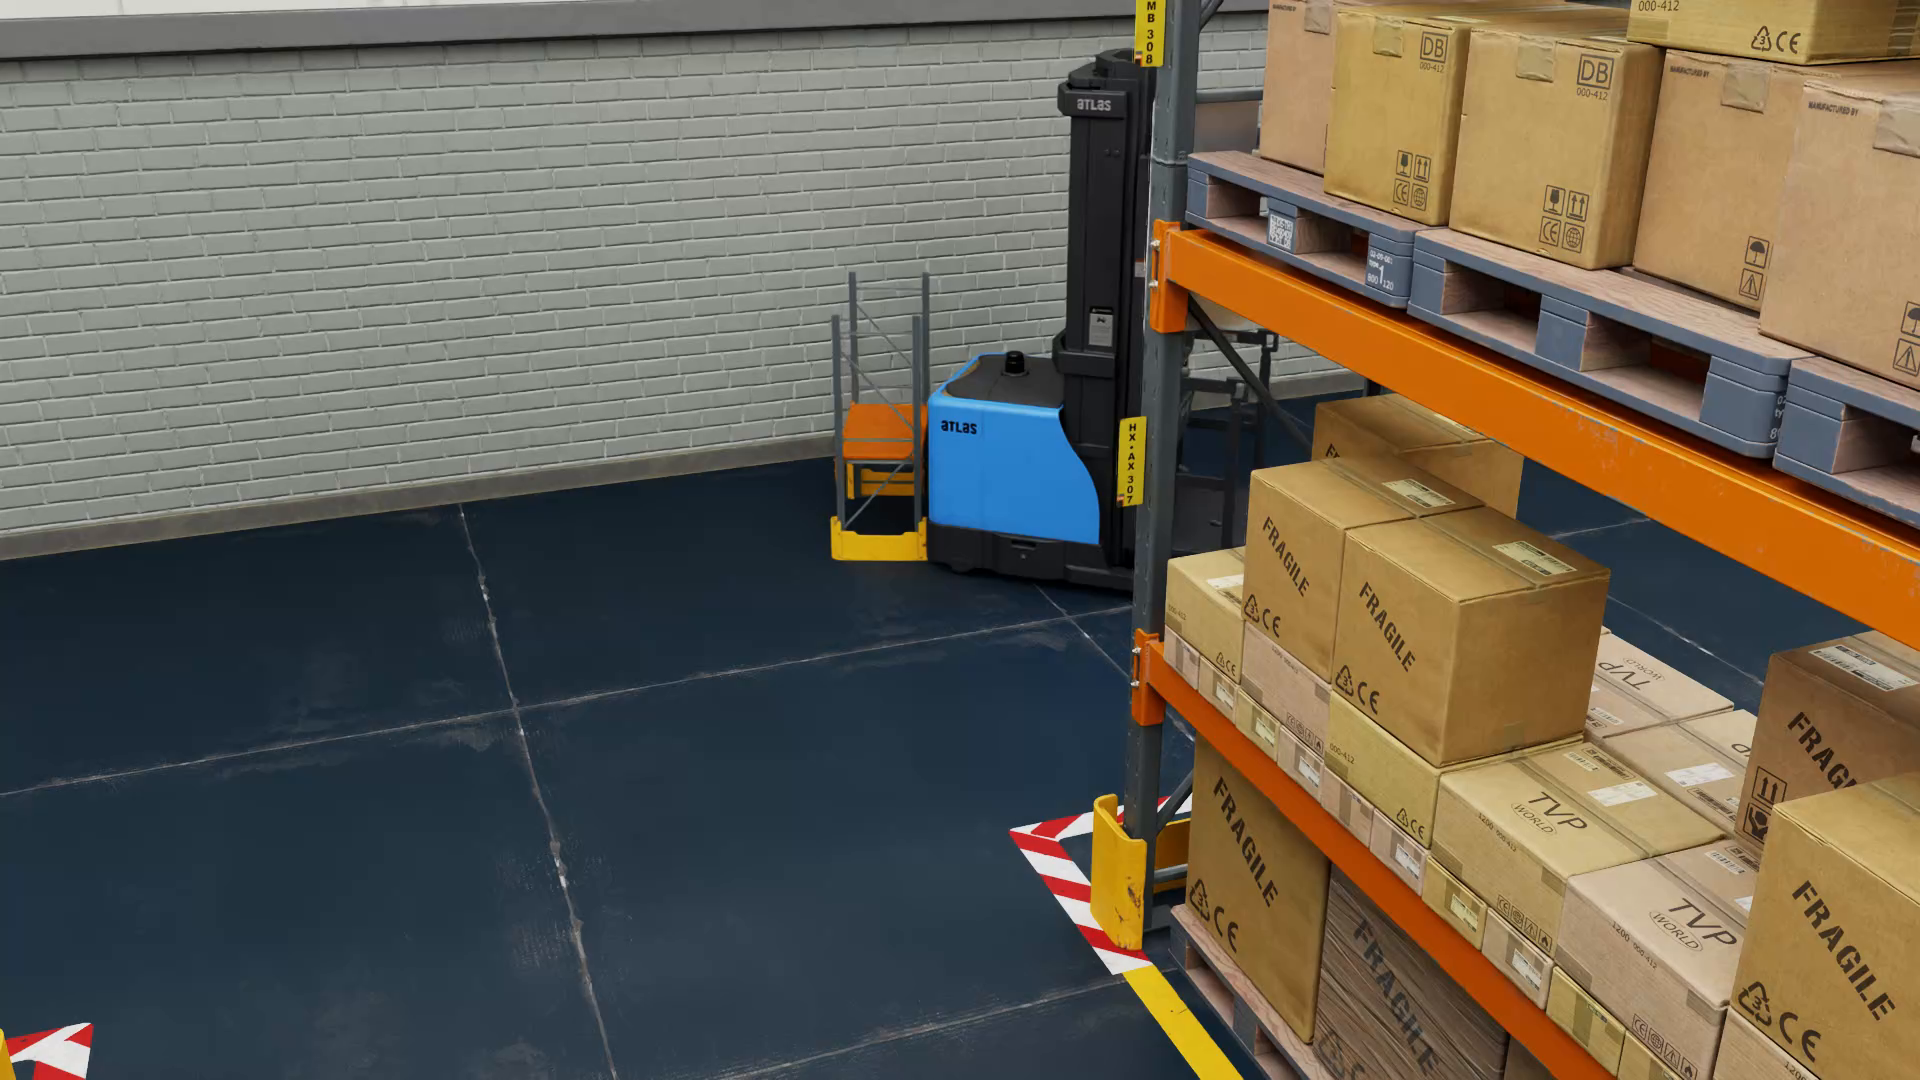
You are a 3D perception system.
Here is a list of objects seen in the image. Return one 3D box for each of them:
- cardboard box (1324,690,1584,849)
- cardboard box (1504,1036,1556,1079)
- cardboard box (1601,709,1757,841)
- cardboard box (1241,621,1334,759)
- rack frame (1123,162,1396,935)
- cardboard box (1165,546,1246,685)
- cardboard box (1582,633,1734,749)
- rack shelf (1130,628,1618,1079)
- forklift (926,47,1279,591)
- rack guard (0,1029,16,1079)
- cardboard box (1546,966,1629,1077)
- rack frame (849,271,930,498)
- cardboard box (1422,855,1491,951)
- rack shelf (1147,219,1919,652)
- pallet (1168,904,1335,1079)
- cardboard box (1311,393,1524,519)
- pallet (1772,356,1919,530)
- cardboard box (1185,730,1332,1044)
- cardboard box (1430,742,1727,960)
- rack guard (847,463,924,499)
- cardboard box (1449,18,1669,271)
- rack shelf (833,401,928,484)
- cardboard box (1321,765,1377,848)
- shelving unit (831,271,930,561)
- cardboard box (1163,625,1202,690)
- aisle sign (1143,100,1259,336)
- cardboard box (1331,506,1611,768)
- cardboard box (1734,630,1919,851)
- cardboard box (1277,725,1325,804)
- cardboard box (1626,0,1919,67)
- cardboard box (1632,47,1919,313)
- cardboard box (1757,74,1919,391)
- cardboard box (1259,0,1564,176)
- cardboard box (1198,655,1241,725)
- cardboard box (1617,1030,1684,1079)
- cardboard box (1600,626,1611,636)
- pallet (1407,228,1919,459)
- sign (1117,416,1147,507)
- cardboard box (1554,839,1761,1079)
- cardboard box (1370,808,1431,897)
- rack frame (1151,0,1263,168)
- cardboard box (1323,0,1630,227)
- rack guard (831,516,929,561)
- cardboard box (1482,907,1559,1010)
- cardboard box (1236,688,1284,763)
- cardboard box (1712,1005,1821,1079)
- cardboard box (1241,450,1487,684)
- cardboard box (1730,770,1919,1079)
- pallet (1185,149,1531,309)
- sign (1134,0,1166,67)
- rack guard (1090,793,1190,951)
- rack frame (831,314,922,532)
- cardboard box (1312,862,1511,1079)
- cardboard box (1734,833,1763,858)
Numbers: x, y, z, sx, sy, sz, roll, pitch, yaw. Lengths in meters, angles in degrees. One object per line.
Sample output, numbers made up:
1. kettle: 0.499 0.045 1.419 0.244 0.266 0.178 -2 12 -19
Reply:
1. cardboard box: 1.402 0.603 4.767 0.500 0.250 0.500 -9 25 -21
2. cardboard box: 2.058 1.750 4.432 0.875 0.875 0.875 -8 24 -19
3. cardboard box: 2.087 0.718 4.494 0.500 0.250 0.500 -8 24 -19
4. cardboard box: 1.228 0.420 5.202 0.500 0.250 0.500 -9 24 -20
5. rack frame: 1.122 0.089 6.178 1.000 3.000 0.127 -8 24 -19
6. cardboard box: 1.038 0.232 5.648 0.500 0.250 0.500 -9 24 -20
7. cardboard box: 1.900 0.530 4.942 0.500 0.250 0.500 -9 25 -21
8. rack shelf: 1.828 1.147 4.593 1.077 0.370 4.000 -8 24 -19
9. forklift: 1.376 -1.168 9.248 3.031 2.935 1.130 8 24 17
10. rack guard: -3.533 1.913 5.068 1.175 0.500 0.348 -8 24 -19
11. cardboard box: 1.666 1.125 4.042 0.380 0.149 0.250 -9 24 -20
12. rack frame: -0.442 -0.973 10.627 0.500 1.500 0.032 1 23 2
13. cardboard box: 1.483 0.937 4.488 0.380 0.149 0.250 -9 24 -20
14. rack shelf: 1.828 -0.236 4.011 1.077 0.370 4.000 -8 24 -19
15. pallet: 1.477 1.653 6.056 1.003 0.211 1.213 -8 24 -19
16. cardboard box: 1.539 -0.184 5.669 0.500 0.500 0.500 -8 24 -18
17. pallet: 2.255 -0.098 2.873 1.003 0.211 1.213 -8 24 -19
18. cardboard box: 1.422 1.096 5.983 0.875 0.875 0.875 -8 24 -19
19. cardboard box: 1.592 0.792 4.319 0.500 0.250 0.500 -9 24 -20
20. rack guard: -0.442 -0.397 10.869 0.587 0.250 0.087 1 23 2
21. cardboard box: 1.669 -0.996 4.090 0.700 0.500 0.500 -10 25 -23
22. rack shelf: -0.459 -0.610 10.229 0.538 0.185 1.000 1 23 2
23. cardboard box: 1.303 0.752 4.928 0.380 0.149 0.250 -9 24 -20
24. shelving unit: -0.459 -0.779 10.168 0.587 1.500 1.083 1 23 2
25. cardboard box: 0.938 0.379 5.813 0.380 0.149 0.250 -8 24 -18
26. aisle sign: 0.815 -1.094 5.637 0.394 0.787 0.004 -8 24 -19
27. cardboard box: 1.404 0.256 4.626 0.500 0.500 0.500 -9 24 -20
28. cardboard box: 2.250 0.551 3.926 0.500 0.500 0.500 -9 25 -21
29. cardboard box: 1.214 0.659 5.147 0.380 0.149 0.250 -9 24 -20
30. cardboard box: 1.826 -1.190 3.585 0.500 0.250 0.500 -9 25 -21
31. cardboard box: 1.964 -0.808 3.644 0.700 0.500 0.500 -7 24 -17
32. cardboard box: 2.016 -0.598 3.147 0.700 0.500 0.500 -7 24 -16
33. cardboard box: 1.355 -1.398 5.044 0.700 0.500 0.500 -10 25 -22
34. cardboard box: 1.030 0.472 5.593 0.380 0.149 0.250 -9 24 -20
35. cardboard box: 1.756 1.218 3.822 0.380 0.149 0.250 -8 24 -18
36. cardboard box: 1.720 0.345 5.380 0.500 0.250 0.500 -9 24 -20
37. pallet: 1.828 -0.541 3.923 1.003 0.211 1.213 -8 24 -19
38. sign: 0.600 -0.273 5.819 0.100 0.325 0.005 -8 24 -19
39. cardboard box: 1.767 0.976 3.881 0.500 0.250 0.500 -8 24 -18
40. cardboard box: 1.395 0.845 4.706 0.380 0.149 0.250 -9 24 -20
41. rack frame: 1.122 -2.676 5.013 1.000 3.000 0.127 -8 24 -19
42. cardboard box: 1.441 -1.177 4.520 0.700 0.500 0.500 -9 25 -21
43. rack guard: -0.476 -0.010 9.952 0.587 0.250 0.087 1 23 2
44. cardboard box: 1.577 1.032 4.262 0.380 0.149 0.250 -8 24 -18
45. cardboard box: 1.121 0.565 5.372 0.380 0.149 0.250 -9 24 -20
46. cardboard box: 1.948 1.162 3.441 0.500 0.250 0.500 -8 24 -17
47. cardboard box: 1.215 0.068 5.071 0.500 0.500 0.500 -9 24 -20
48. cardboard box: 1.949 0.815 3.298 0.500 0.500 0.500 -8 24 -18
49. pallet: 1.393 -0.985 4.976 1.003 0.211 1.213 -8 24 -19
50. sign: 0.600 -1.659 5.235 0.100 0.325 0.005 -8 24 -19
51. rack guard: 1.113 1.232 6.684 1.175 0.500 0.348 -8 24 -19
52. rack frame: -0.476 -0.578 9.691 0.500 1.500 0.032 1 23 2
53. cardboard box: 1.744 1.426 5.199 0.875 0.875 0.875 -8 24 -19
54. cardboard box: 2.254 0.898 4.066 0.500 0.250 0.500 -8 24 -18
